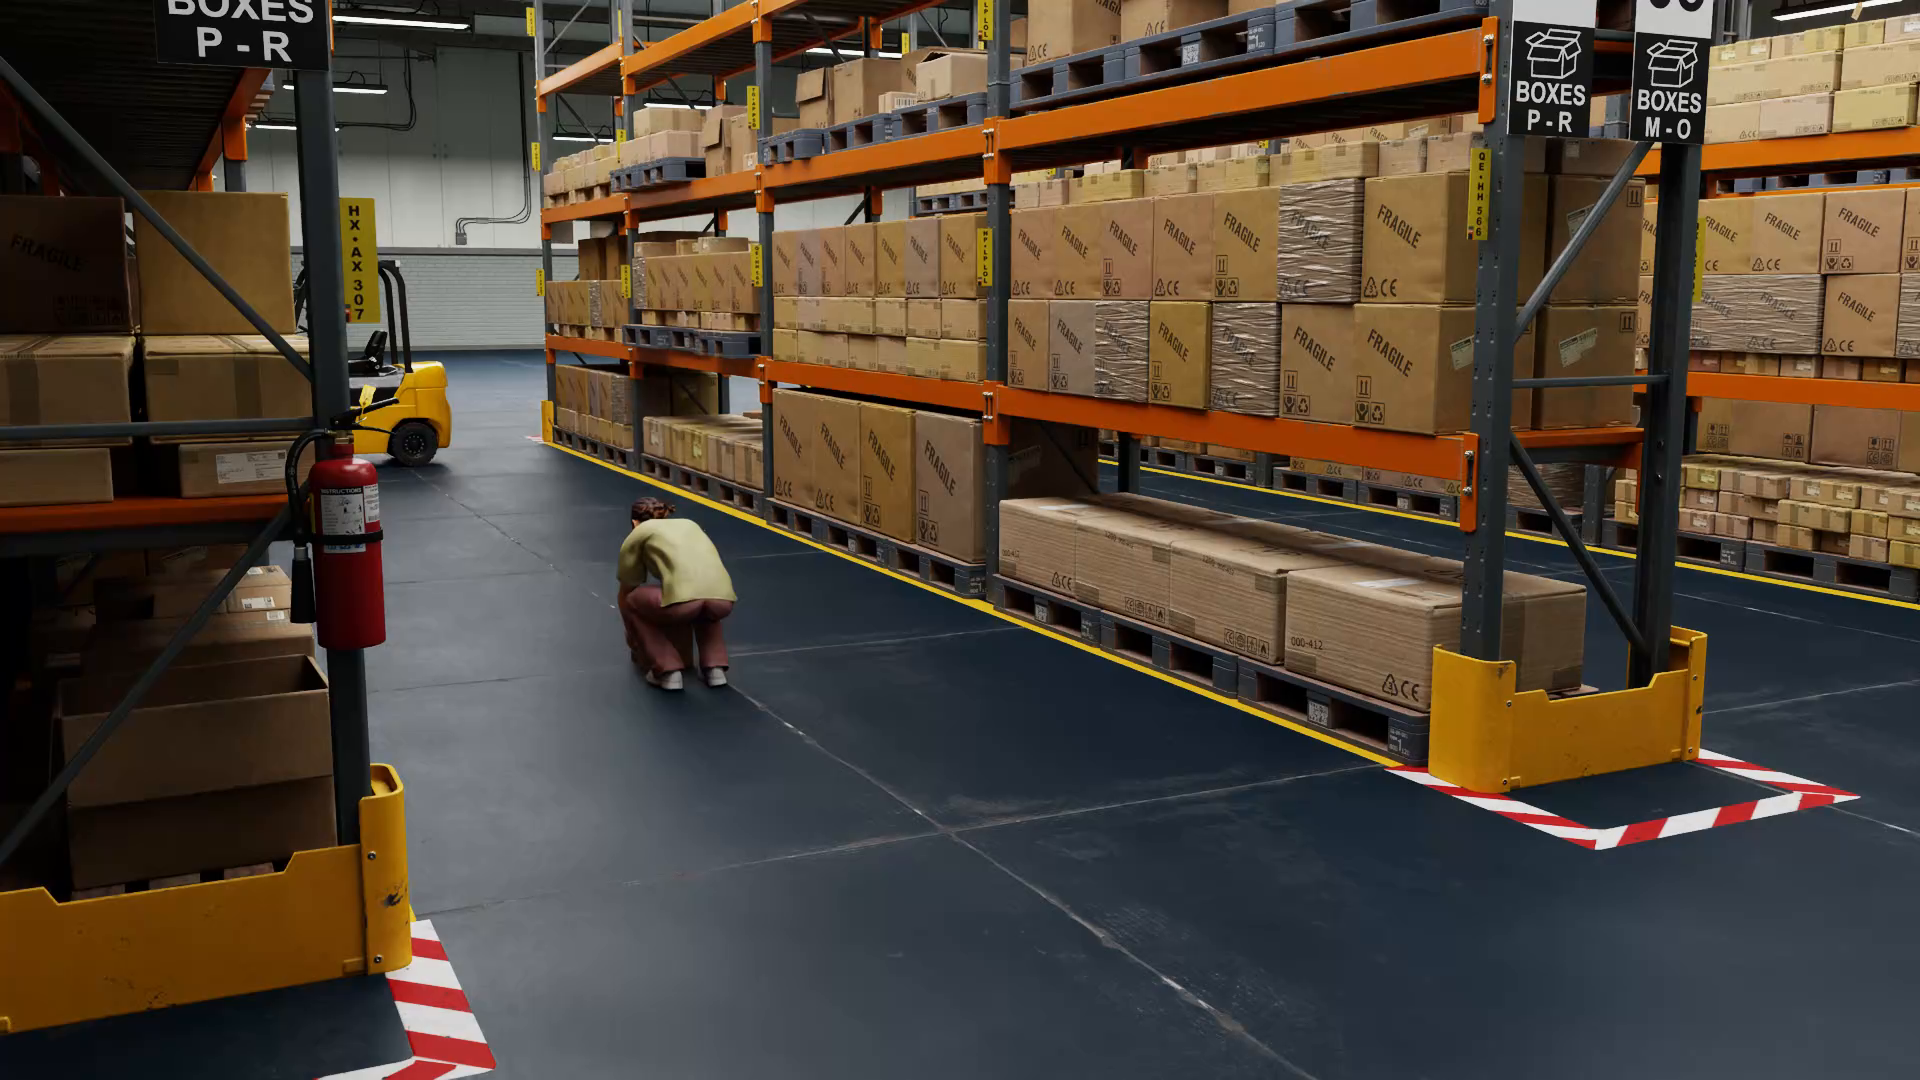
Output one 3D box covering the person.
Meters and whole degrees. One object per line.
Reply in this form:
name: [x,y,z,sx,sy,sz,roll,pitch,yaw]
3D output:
person: [-1.366,0.247,7.967,0.486,0.857,0.802,-4,10,-26]
